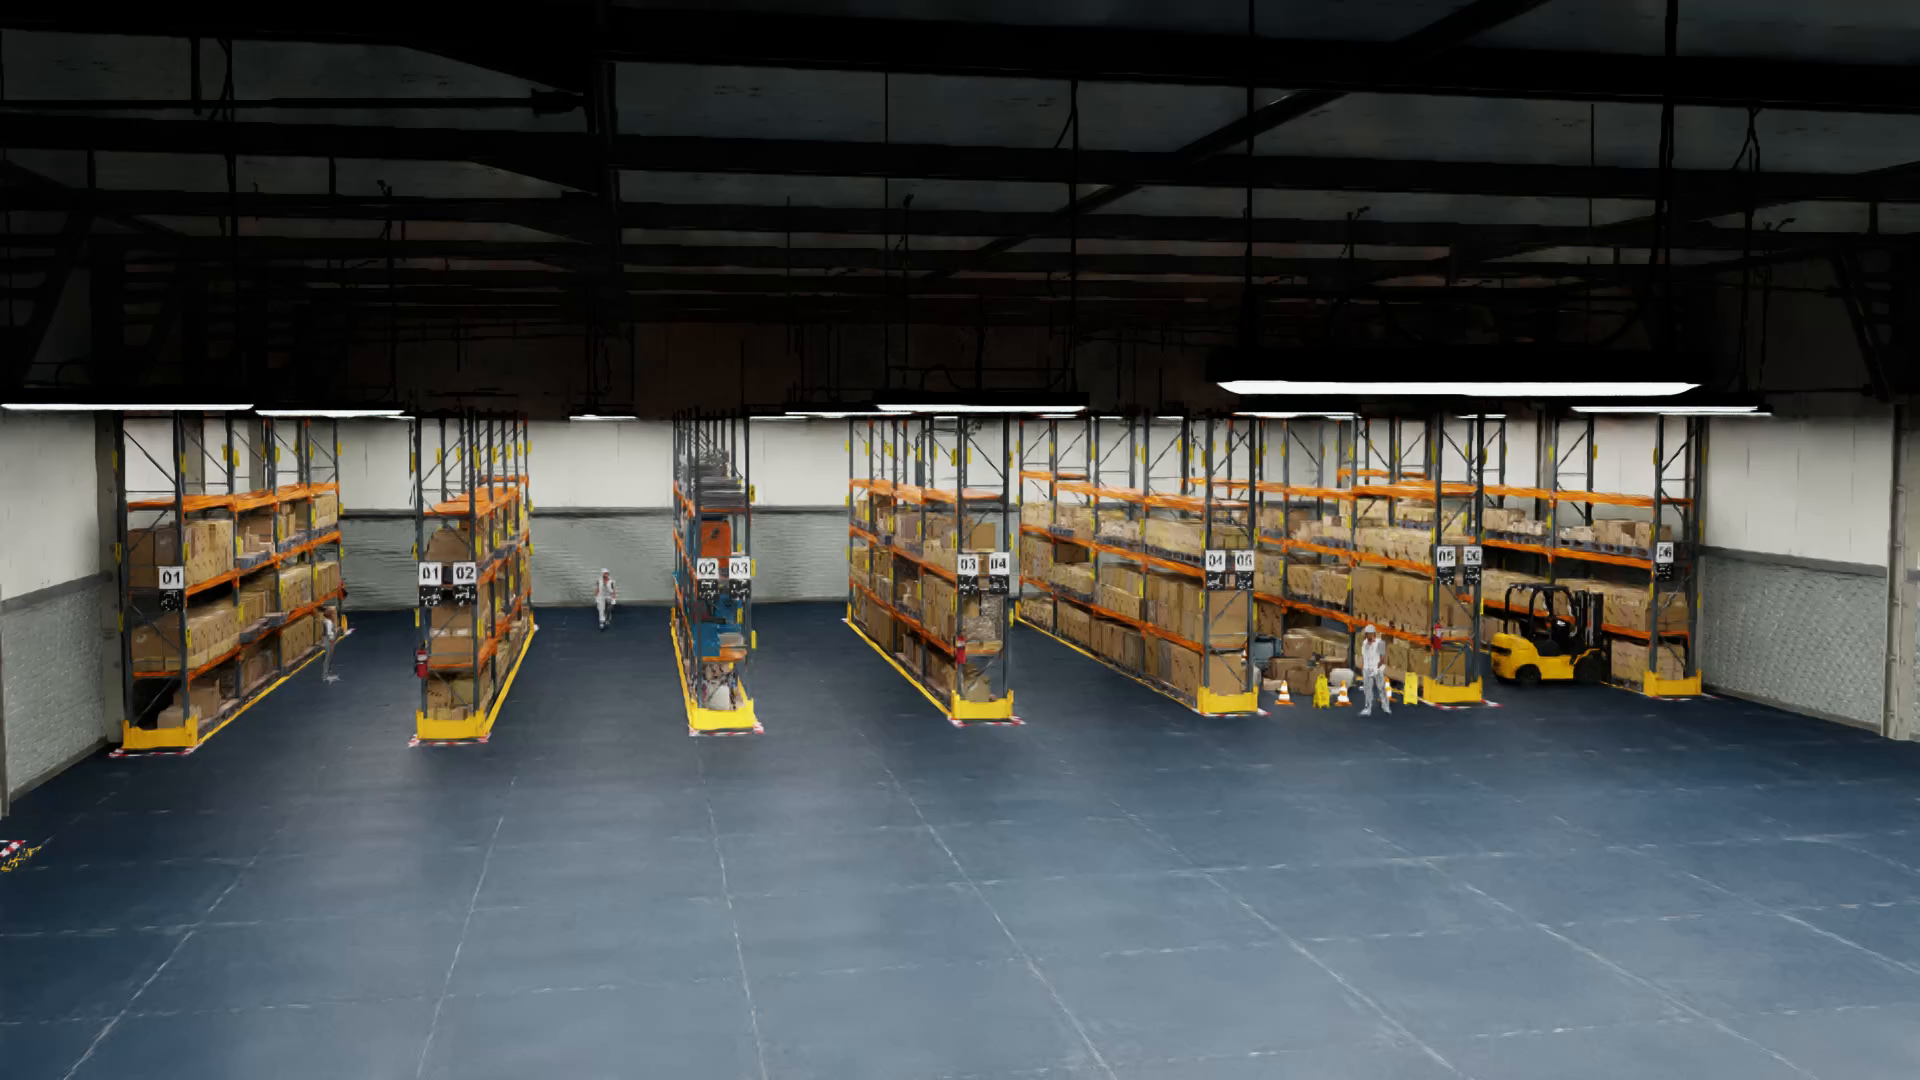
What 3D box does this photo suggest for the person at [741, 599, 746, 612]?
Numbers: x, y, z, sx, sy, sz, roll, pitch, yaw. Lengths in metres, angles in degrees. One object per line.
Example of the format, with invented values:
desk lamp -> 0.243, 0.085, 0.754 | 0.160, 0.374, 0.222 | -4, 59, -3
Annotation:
person -> -6.568, 1.342, 50.022 | 0.520, 1.663, 0.541 | 2, 4, 25

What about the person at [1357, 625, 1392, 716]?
person -> 8.082, 2.536, 32.448 | 0.714, 1.783, 0.567 | -3, 5, -40

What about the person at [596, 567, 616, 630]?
person -> -9.745, 1.602, 45.754 | 0.549, 1.709, 1.128 | -1, 4, -13

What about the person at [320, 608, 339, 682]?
person -> -13.894, 2.320, 36.682 | 0.420, 1.565, 0.506 | -3, 5, -36
